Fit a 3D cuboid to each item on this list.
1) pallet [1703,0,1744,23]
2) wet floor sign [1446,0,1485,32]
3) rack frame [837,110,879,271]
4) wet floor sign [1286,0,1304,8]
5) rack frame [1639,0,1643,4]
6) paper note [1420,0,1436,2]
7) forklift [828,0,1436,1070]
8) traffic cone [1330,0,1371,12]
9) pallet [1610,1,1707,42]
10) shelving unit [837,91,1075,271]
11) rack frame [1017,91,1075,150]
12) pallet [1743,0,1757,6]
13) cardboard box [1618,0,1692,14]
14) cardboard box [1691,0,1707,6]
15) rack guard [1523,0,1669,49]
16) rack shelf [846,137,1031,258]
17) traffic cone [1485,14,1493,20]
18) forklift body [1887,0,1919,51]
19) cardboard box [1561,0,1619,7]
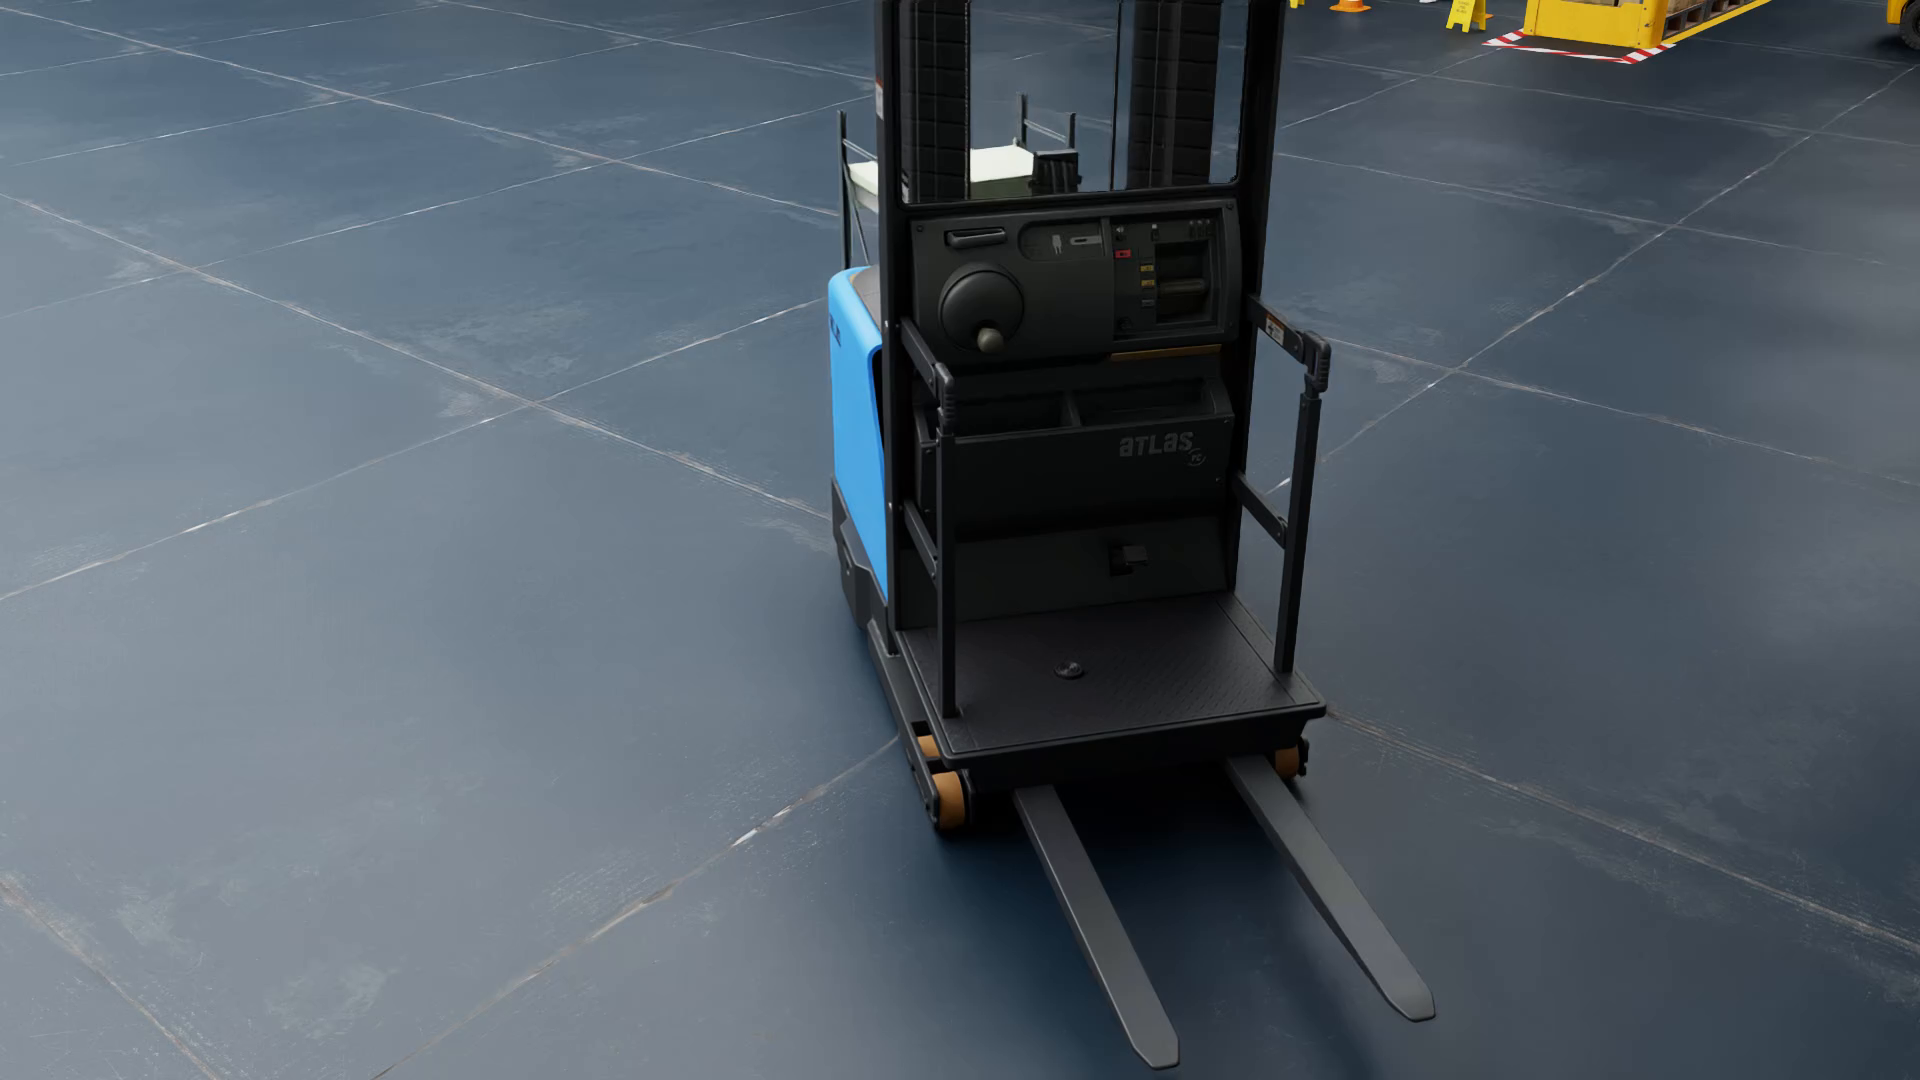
[{"bbox_3d":[6.999,-5.315,16.295,1.003,0.211,1.213,21,34,34],"label":"pallet"},{"bbox_3d":[4.684,-5.018,15.248,0.232,0.644,0.267,-15,31,-27],"label":"wet floor sign"},{"bbox_3d":[-0.346,-0.793,6.152,0.023,1.500,0.400,-12,30,-23],"label":"rack frame"},{"bbox_3d":[3.256,-5.595,16.362,0.267,0.644,0.232,15,31,26],"label":"wet floor sign"},{"bbox_3d":[5.630,-5.818,14.233,1.000,3.000,0.127,21,34,34],"label":"rack frame"},{"bbox_3d":[4.695,-5.417,16.687,0.148,0.019,0.142,9,29,17],"label":"paper note"},{"bbox_3d":[0.380,-0.680,4.374,1.130,2.935,3.031,-6,28,-12],"label":"forklift"},{"bbox_3d":[3.835,-5.425,16.233,0.336,0.463,0.334,21,34,34],"label":"traffic cone"},{"bbox_3d":[6.222,-4.884,15.462,1.003,0.211,1.213,21,34,34],"label":"pallet"},{"bbox_3d":[-0.016,-0.866,6.292,0.755,1.500,0.431,-12,30,-23],"label":"shelving unit"},{"bbox_3d":[0.314,-0.939,6.433,0.023,1.500,0.400,-12,30,-23],"label":"rack frame"},{"bbox_3d":[7.774,-5.750,17.134,1.003,0.211,1.213,21,34,34],"label":"pallet"},{"bbox_3d":[6.357,-4.989,15.164,0.500,0.250,0.500,20,34,34],"label":"cardboard box"},{"bbox_3d":[6.687,-5.168,15.510,0.500,0.250,0.500,22,35,36],"label":"cardboard box"},{"bbox_3d":[5.678,-4.735,14.859,1.175,0.500,0.348,21,34,34],"label":"rack guard"},{"bbox_3d":[-0.016,-1.213,6.113,0.720,0.370,0.431,-12,30,-23],"label":"rack shelf"},{"bbox_3d":[4.908,-5.221,15.839,0.336,0.463,0.334,21,34,34],"label":"traffic cone"},{"bbox_3d":[9.261,-5.198,13.956,2.313,2.155,1.214,21,34,34],"label":"forklift body"},{"bbox_3d":[5.952,-5.157,15.490,0.500,0.250,0.500,21,34,34],"label":"cardboard box"}]
